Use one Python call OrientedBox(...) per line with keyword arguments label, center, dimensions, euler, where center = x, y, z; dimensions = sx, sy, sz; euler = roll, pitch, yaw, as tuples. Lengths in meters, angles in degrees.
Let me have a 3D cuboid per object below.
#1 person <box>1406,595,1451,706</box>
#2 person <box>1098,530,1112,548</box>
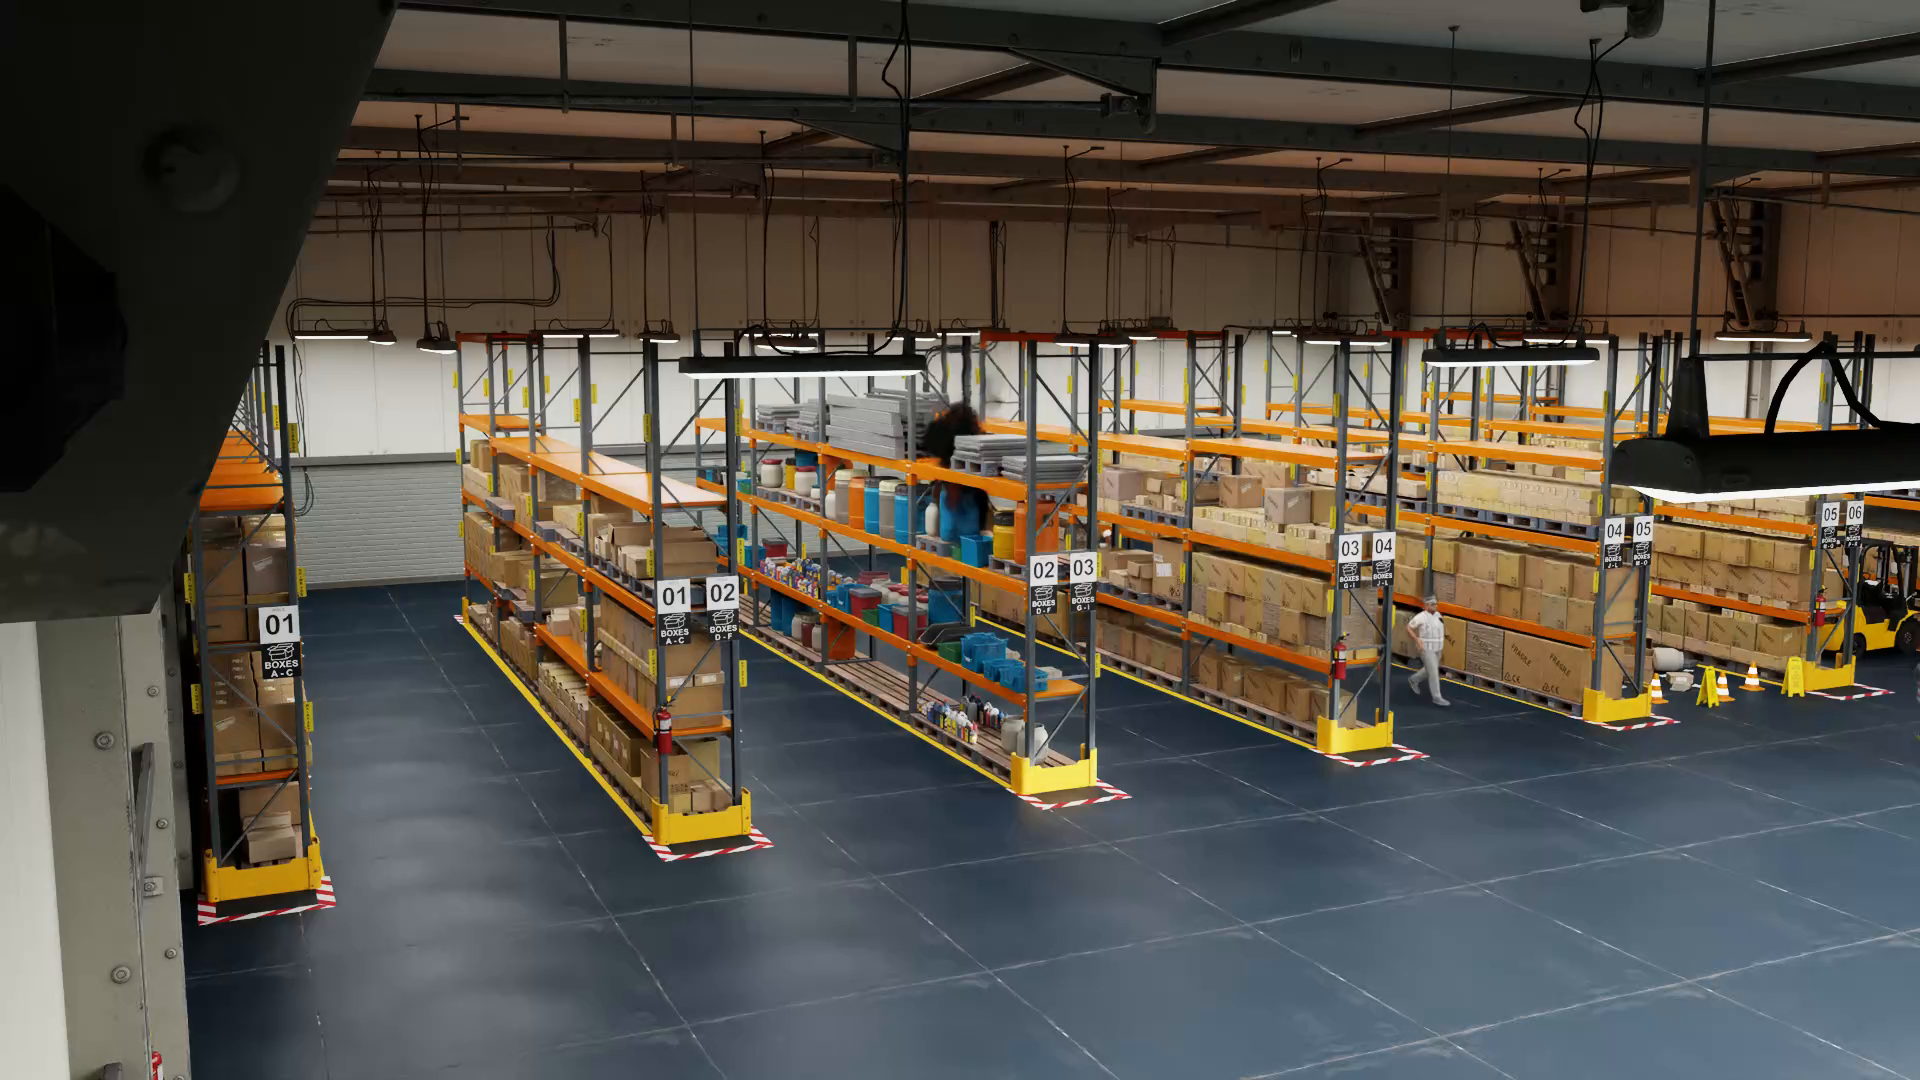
OrientedBox(label="person", center=(7.702, 1.768, 27.268), dimensions=(0.668, 1.757, 0.975), euler=(-5, 9, -35))
OrientedBox(label="person", center=(3.152, 0.680, 35.319), dimensions=(0.638, 1.804, 0.877), euler=(-6, 10, -36))
